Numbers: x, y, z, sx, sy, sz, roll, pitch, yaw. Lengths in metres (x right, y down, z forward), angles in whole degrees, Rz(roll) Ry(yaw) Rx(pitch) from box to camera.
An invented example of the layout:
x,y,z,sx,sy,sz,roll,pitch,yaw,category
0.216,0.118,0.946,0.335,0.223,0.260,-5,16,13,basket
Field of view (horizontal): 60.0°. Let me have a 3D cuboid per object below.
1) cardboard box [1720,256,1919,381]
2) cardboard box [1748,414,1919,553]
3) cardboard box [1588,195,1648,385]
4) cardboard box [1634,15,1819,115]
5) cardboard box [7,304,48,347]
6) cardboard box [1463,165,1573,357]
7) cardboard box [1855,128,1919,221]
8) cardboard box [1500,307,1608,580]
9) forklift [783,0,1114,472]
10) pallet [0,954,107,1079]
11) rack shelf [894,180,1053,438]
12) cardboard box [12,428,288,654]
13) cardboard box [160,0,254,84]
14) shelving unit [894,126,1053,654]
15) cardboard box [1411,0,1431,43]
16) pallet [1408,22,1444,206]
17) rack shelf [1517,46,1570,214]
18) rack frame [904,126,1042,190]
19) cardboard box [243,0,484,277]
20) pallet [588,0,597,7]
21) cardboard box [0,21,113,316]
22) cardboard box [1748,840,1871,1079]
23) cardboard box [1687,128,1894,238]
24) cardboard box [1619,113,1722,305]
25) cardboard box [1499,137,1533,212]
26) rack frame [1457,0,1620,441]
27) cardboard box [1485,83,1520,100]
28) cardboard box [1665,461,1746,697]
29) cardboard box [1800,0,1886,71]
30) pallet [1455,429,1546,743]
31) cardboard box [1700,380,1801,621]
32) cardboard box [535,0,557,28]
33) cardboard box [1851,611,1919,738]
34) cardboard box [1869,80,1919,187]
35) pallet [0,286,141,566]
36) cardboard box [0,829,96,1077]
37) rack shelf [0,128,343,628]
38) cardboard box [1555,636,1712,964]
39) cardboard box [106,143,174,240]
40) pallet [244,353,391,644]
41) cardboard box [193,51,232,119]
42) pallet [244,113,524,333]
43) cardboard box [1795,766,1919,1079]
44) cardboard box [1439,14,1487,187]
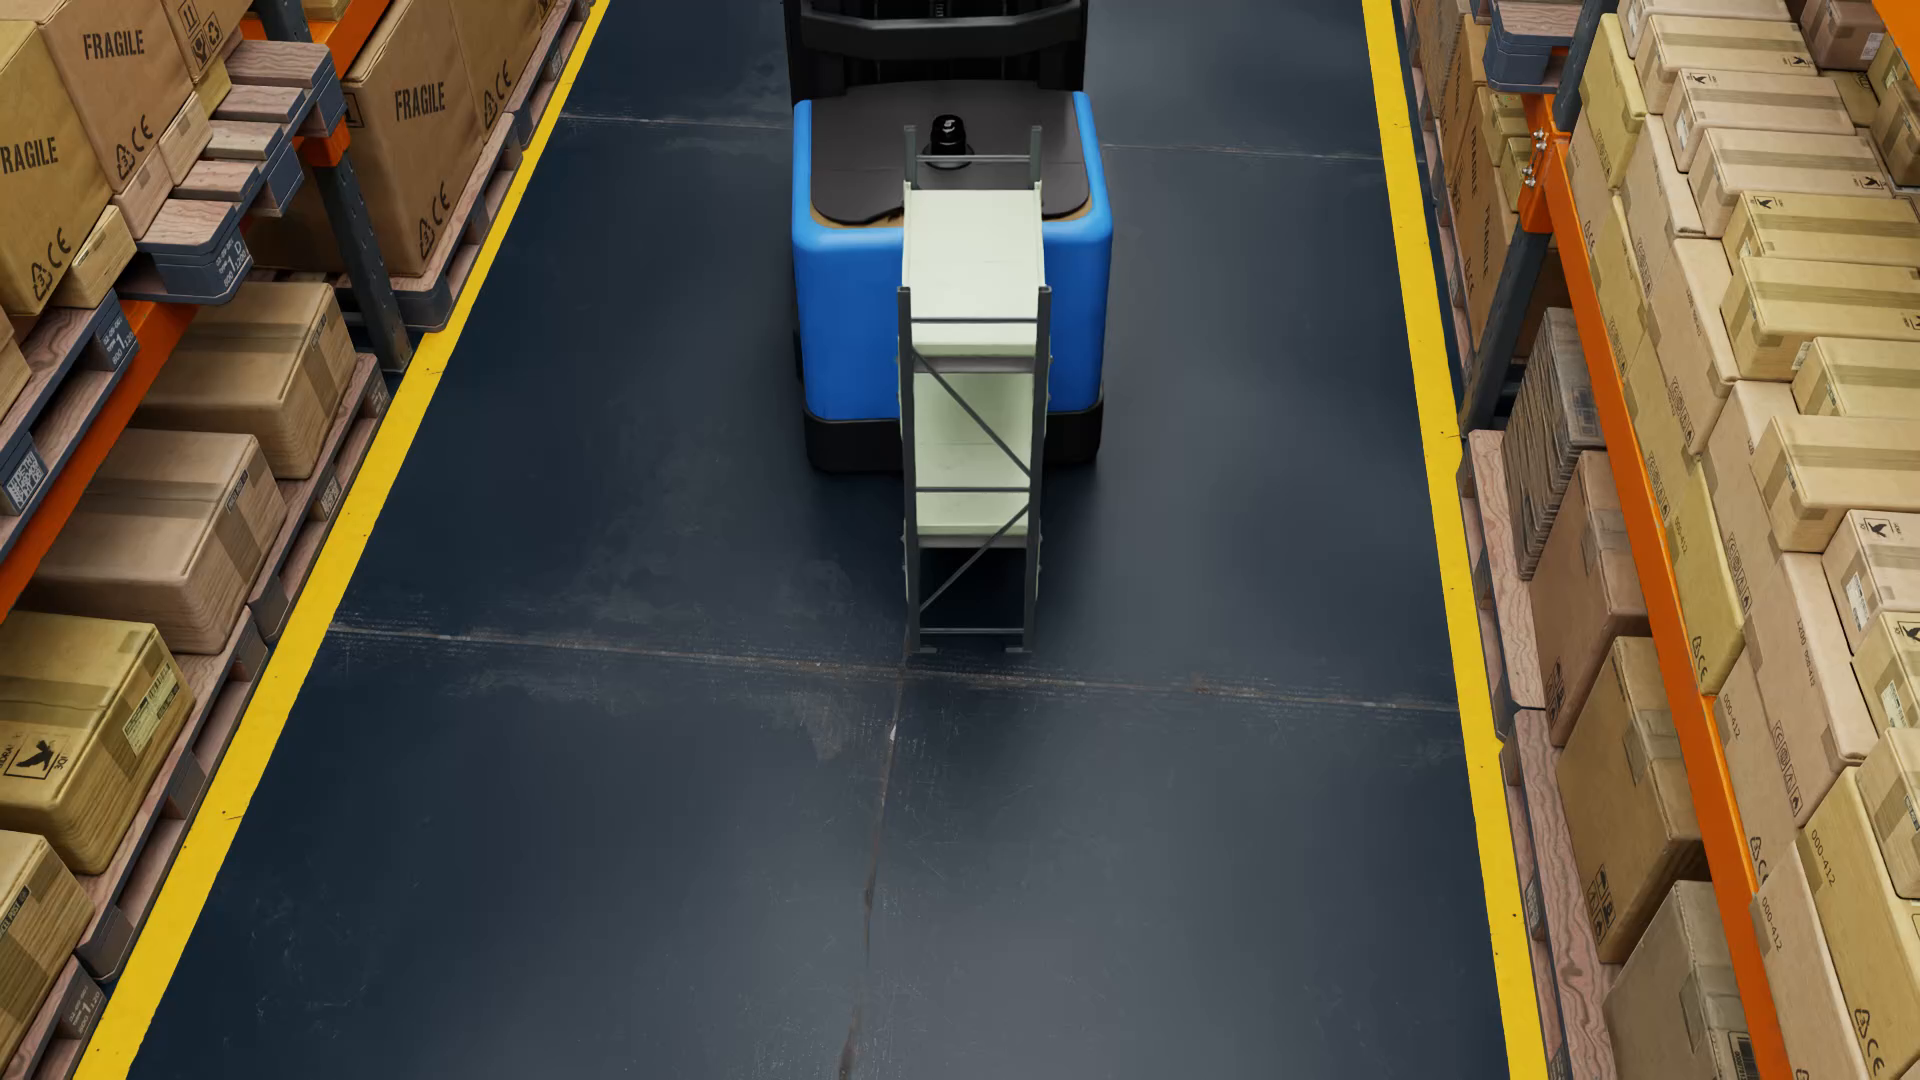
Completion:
x,y,z,sx,sy,sz,roll,pitch,yaw,category
1.907,-0.477,3.646,0.380,0.149,0.250,5,48,4,cardboard box
1.816,-0.108,3.308,0.380,0.149,0.250,3,48,2,cardboard box
2.001,-0.658,4.421,0.500,0.250,0.500,3,48,3,cardboard box
1.991,-1.230,4.335,0.380,0.149,0.250,5,48,4,cardboard box
-2.524,-0.565,4.120,0.380,0.149,0.250,4,48,4,cardboard box
2.161,-1.011,6.051,0.500,0.500,0.500,5,48,5,cardboard box
2.527,-0.781,4.194,0.500,0.250,0.500,4,48,4,cardboard box
2.266,-0.270,5.289,0.875,0.625,0.625,5,48,5,cardboard box
-0.100,-2.314,5.880,1.130,2.935,3.031,-2,48,-2,forklift
-2.902,1.590,4.153,1.003,0.211,1.213,4,48,4,pallet
0.037,-0.678,4.825,0.431,0.370,0.720,0,48,0,rack shelf
-2.728,-0.016,5.228,0.950,0.372,0.625,3,48,3,cardboard box
-2.372,-1.642,4.665,0.500,0.500,0.500,3,48,2,cardboard box
0.037,-0.415,5.113,0.431,1.500,0.755,0,48,0,shelving unit
2.344,-2.526,7.437,0.500,0.500,0.500,3,48,2,cardboard box
2.556,-1.887,7.333,1.003,0.211,1.213,4,48,4,pallet
2.518,-2.614,6.596,1.077,0.370,4.000,4,48,4,rack shelf
0.038,-0.685,5.360,0.400,1.500,0.023,0,48,0,rack frame
-2.462,-1.645,6.377,0.875,0.875,0.875,3,48,3,cardboard box
-2.238,-3.145,8.483,1.003,0.211,1.213,4,48,4,pallet
-2.453,-0.890,3.977,0.500,0.500,0.500,1,48,1,cardboard box
1.797,0.845,3.046,0.500,0.250,0.500,4,48,3,cardboard box
1.982,-0.846,3.984,0.380,0.149,0.250,4,48,4,cardboard box
2.006,-0.828,4.238,0.500,0.250,0.500,5,48,5,cardboard box
2.129,-1.285,5.862,0.380,0.149,0.250,2,48,2,cardboard box
2.336,-1.388,4.986,1.000,3.000,0.127,4,48,4,rack frame
2.191,-1.678,6.222,0.380,0.149,0.250,2,48,2,cardboard box
1.913,0.102,3.726,0.500,0.250,0.500,5,48,5,cardboard box
2.508,-1.388,4.479,0.380,0.149,0.250,5,48,5,cardboard box
2.222,0.156,5.464,1.003,0.211,1.213,4,48,4,pallet
1.918,-0.068,3.542,0.500,0.250,0.500,4,48,4,cardboard box
-2.294,-2.957,7.577,0.875,0.875,0.875,5,48,5,cardboard box
1.840,0.276,2.958,0.380,0.149,0.250,3,48,3,cardboard box
2.511,-1.002,4.126,0.380,0.149,0.250,4,48,3,cardboard box
-2.747,-0.197,4.027,1.003,0.211,1.213,4,48,4,pallet
-2.864,1.052,4.251,0.950,0.372,0.625,7,48,6,cardboard box
-2.790,-0.006,4.210,1.077,0.370,4.000,4,48,4,rack shelf
2.153,0.705,4.397,0.875,0.625,0.625,2,48,2,cardboard box
-2.364,-0.944,4.467,0.380,0.149,0.250,2,48,2,cardboard box
-2.680,-0.203,5.793,1.003,0.211,1.213,4,48,4,pallet
-2.355,-1.317,4.807,0.380,0.149,0.250,5,48,4,cardboard box
-2.460,-1.352,6.843,1.003,0.211,1.213,4,48,4,pallet
1.801,0.677,2.861,0.500,0.250,0.500,3,48,3,cardboard box
2.262,-1.763,6.739,0.500,0.500,0.500,6,48,5,cardboard box
